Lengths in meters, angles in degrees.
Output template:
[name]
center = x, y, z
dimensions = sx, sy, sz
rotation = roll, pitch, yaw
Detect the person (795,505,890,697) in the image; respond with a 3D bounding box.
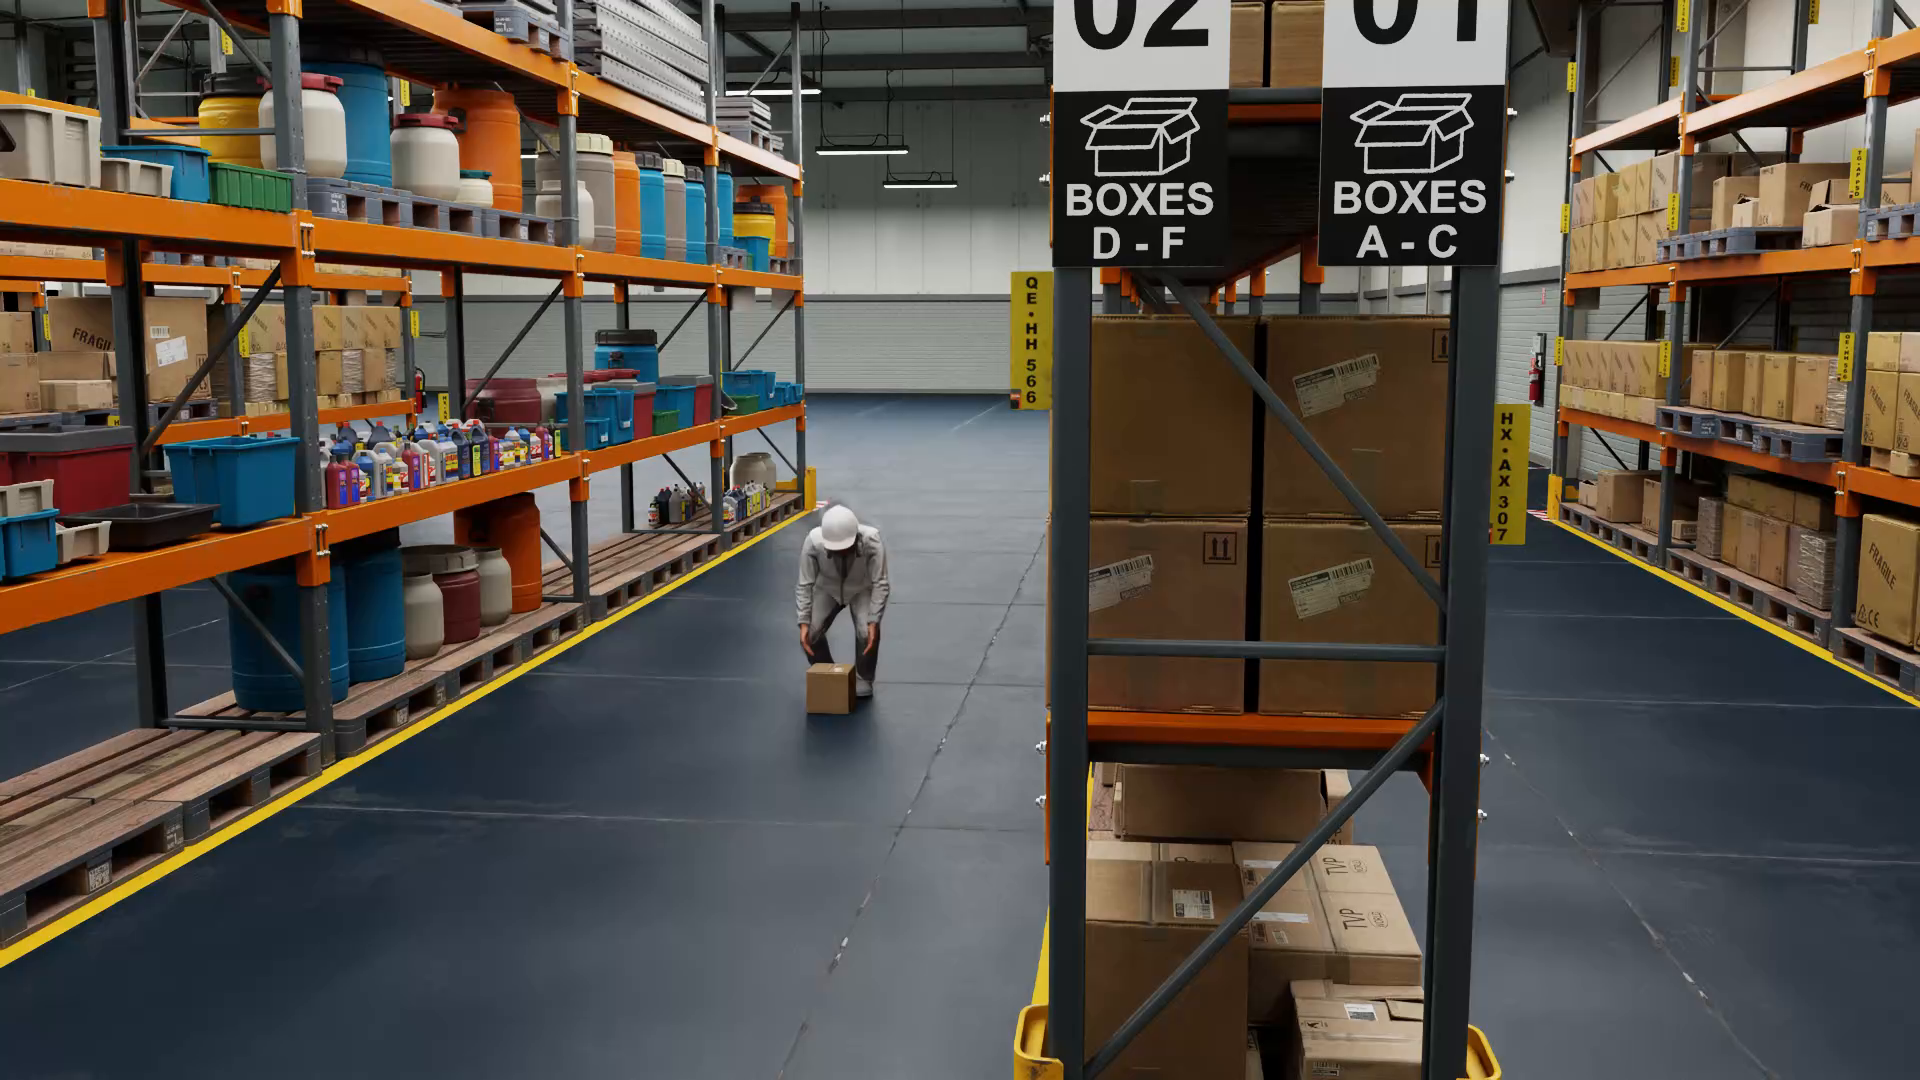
[person]
center = -0.690, 0.358, 10.139
dimensions = 0.573, 1.211, 0.851
rotation = 1, 8, 6
